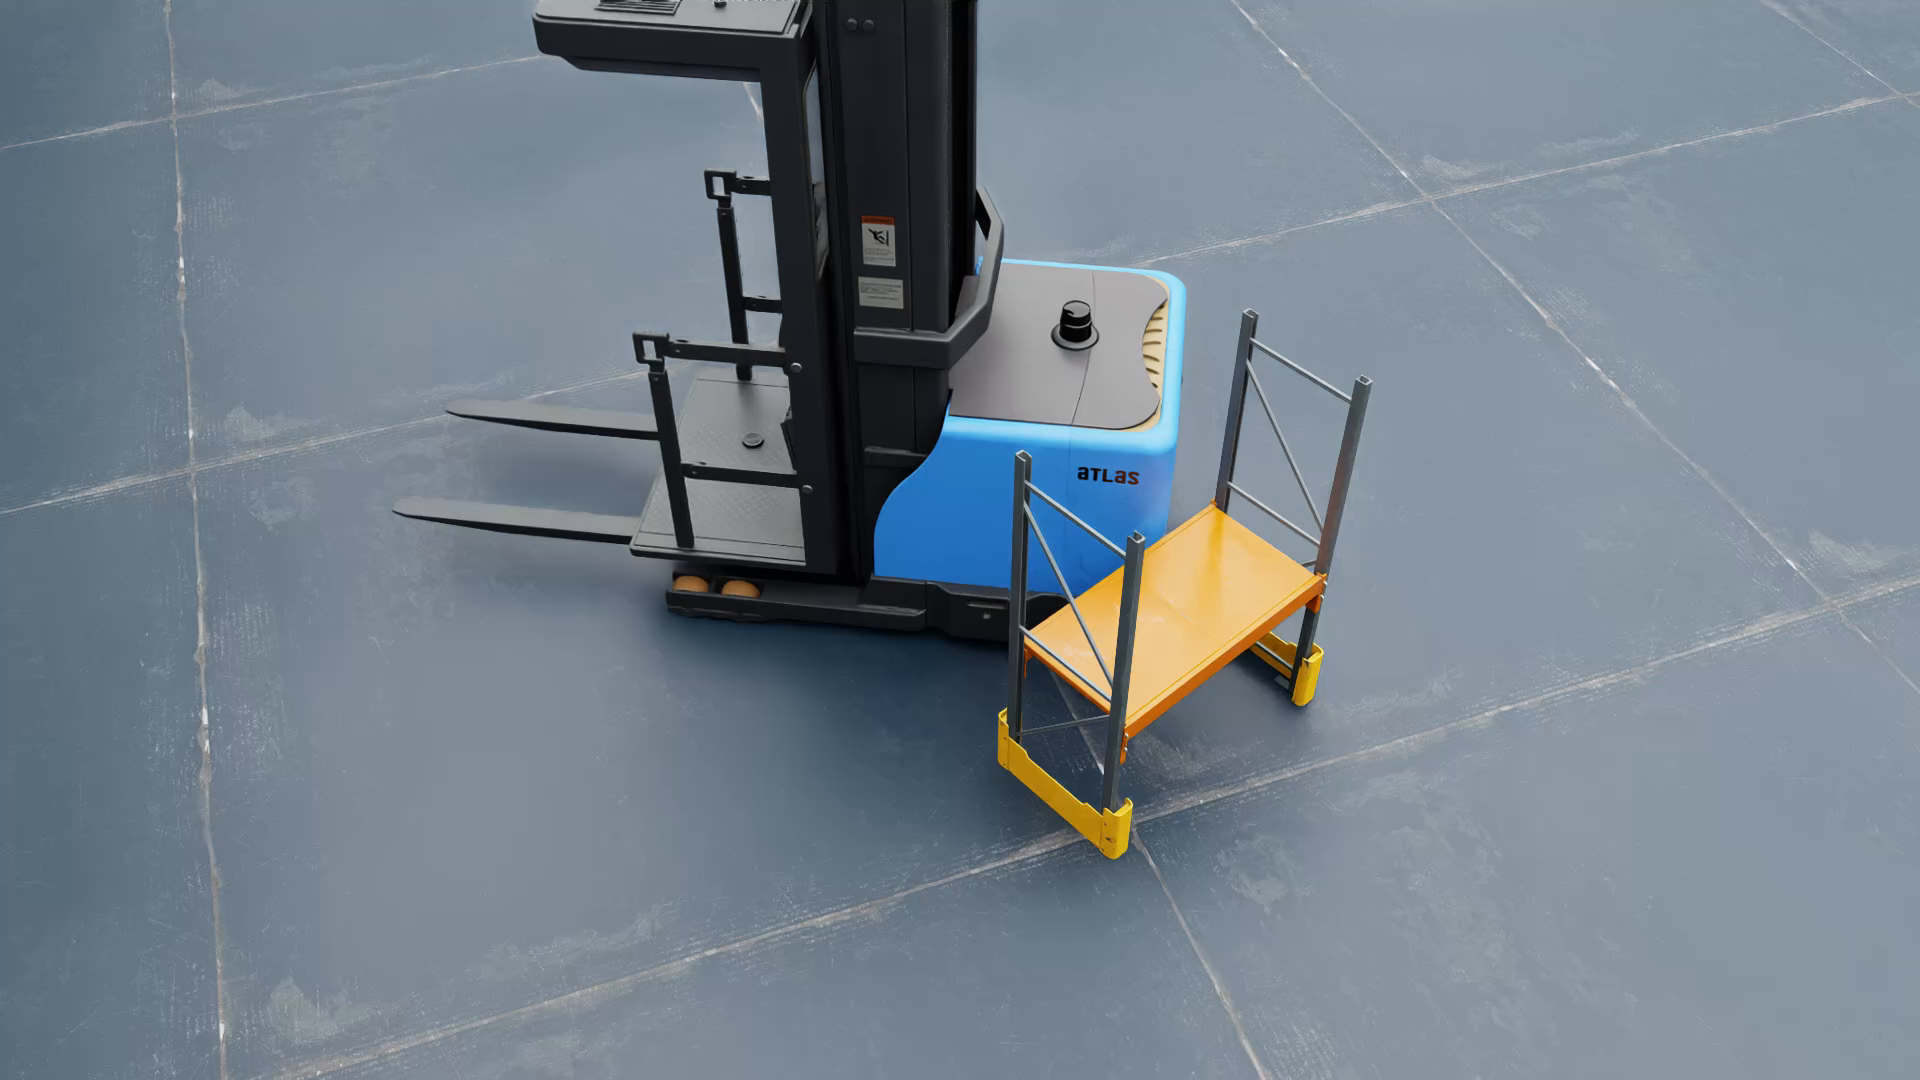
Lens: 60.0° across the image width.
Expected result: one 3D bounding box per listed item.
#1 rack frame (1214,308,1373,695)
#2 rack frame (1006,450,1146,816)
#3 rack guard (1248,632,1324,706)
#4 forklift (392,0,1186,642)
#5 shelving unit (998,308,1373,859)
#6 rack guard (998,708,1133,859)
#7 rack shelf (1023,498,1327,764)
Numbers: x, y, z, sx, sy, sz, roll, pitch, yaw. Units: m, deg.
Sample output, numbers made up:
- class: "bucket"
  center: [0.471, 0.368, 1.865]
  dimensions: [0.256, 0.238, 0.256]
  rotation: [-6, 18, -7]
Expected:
- class: "rack frame"
  center: [1.092, -0.084, 5.774]
  dimensions: [0.032, 1.500, 0.500]
  rotation: [-33, 54, -28]
- class: "rack frame"
  center: [0.340, 0.401, 5.292]
  dimensions: [0.032, 1.500, 0.500]
  rotation: [-33, 54, -28]
- class: "rack guard"
  center: [1.091, 0.358, 6.217]
  dimensions: [0.087, 0.250, 0.587]
  rotation: [-33, 54, -28]
- class: "forklift"
  center: [-0.697, -1.085, 5.762]
  dimensions: [3.031, 2.935, 1.130]
  rotation: [5, 45, 5]
- class: "shelving unit"
  center: [0.723, 0.154, 5.537]
  dimensions: [1.083, 1.500, 0.587]
  rotation: [-33, 54, -28]
- class: "rack guard"
  center: [0.354, 0.833, 5.744]
  dimensions: [0.087, 0.250, 0.587]
  rotation: [-33, 54, -28]
- class: "rack shelf"
  center: [0.716, 0.286, 5.660]
  dimensions: [1.000, 0.185, 0.538]
  rotation: [-33, 54, -28]
